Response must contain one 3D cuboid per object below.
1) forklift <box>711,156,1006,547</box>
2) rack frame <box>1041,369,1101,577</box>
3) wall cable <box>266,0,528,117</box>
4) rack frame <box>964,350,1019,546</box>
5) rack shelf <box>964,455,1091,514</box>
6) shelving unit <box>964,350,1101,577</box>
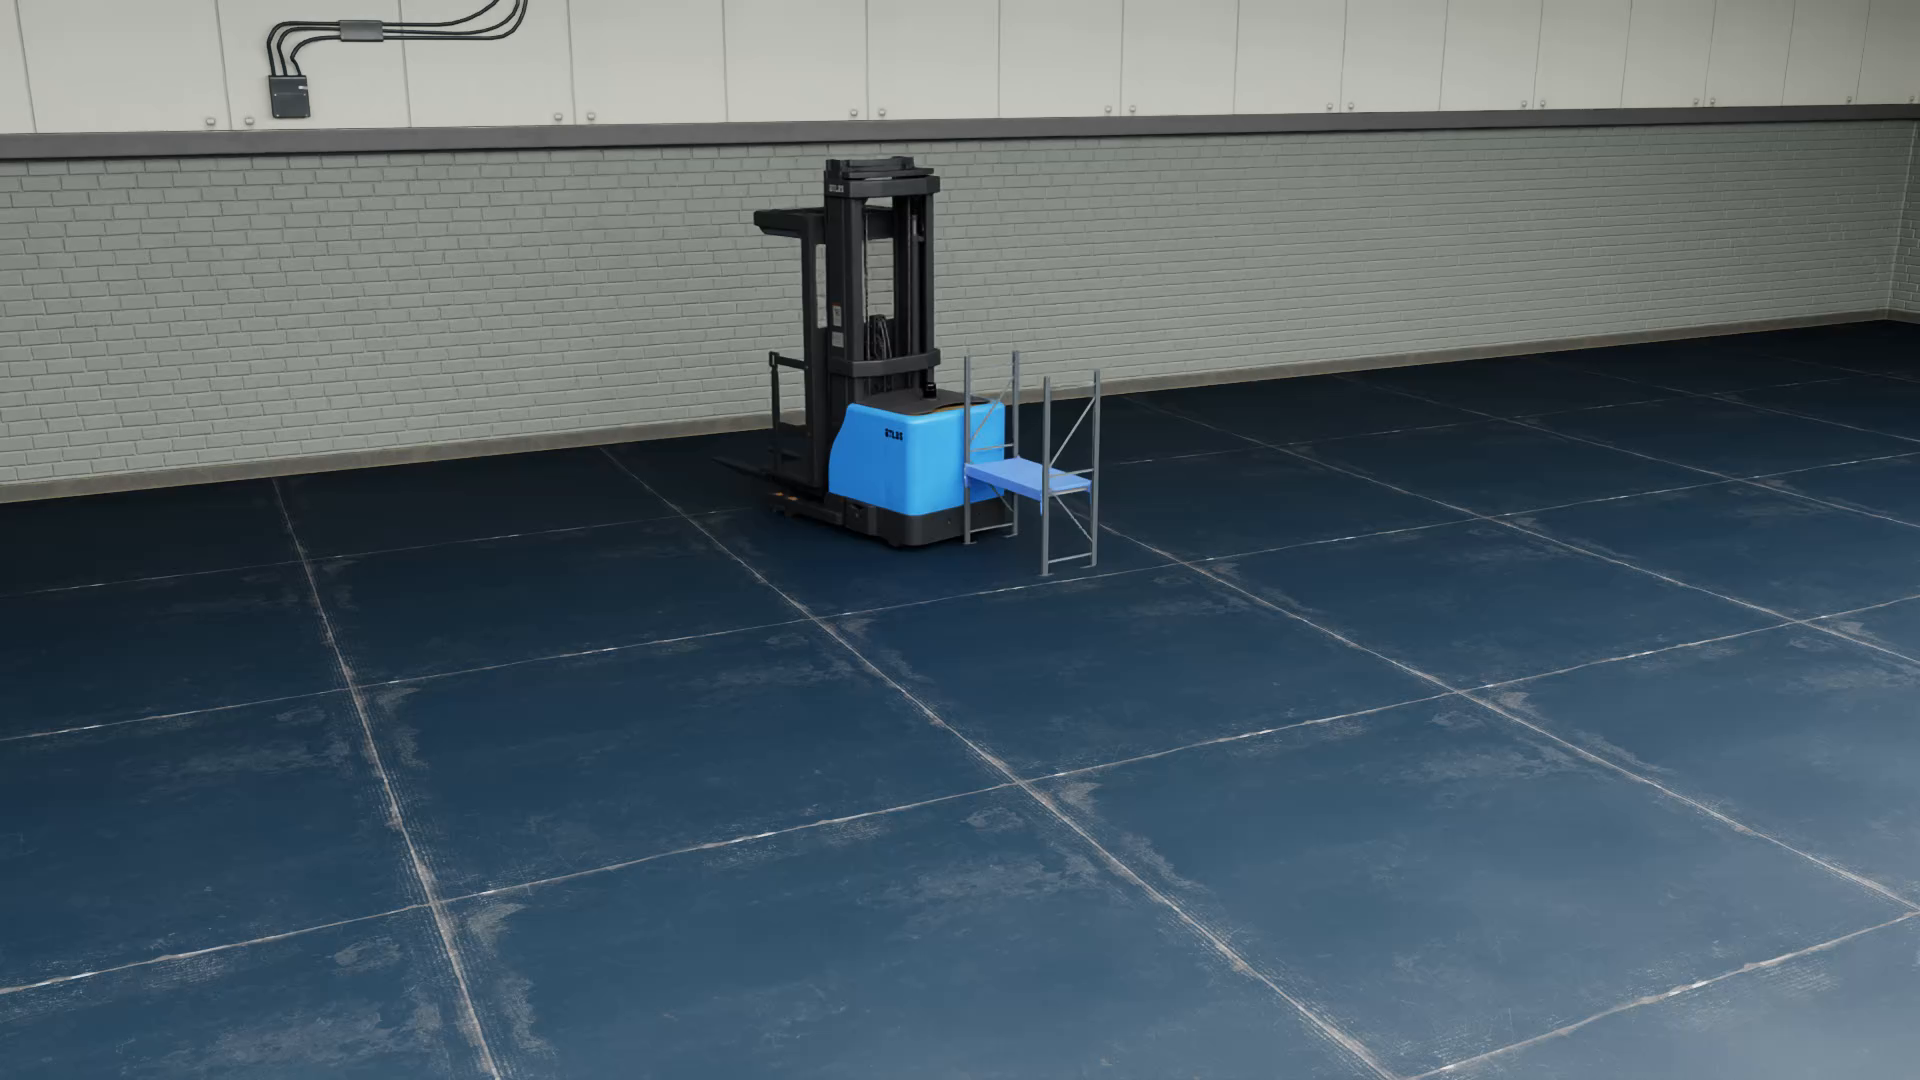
[{"bbox_3d":[-0.989,-1.688,13.818,1.130,2.935,3.031,-14,21,-40],"label":"forklift"},{"bbox_3d":[0.813,-0.486,12.225,0.500,1.500,0.032,-11,19,-32],"label":"rack frame"},{"bbox_3d":[-4.951,-6.711,14.156,2.305,6.003,0.169,-8,18,-25],"label":"wall cable"},{"bbox_3d":[0.246,-0.719,13.036,0.500,1.500,0.032,-11,19,-32],"label":"rack frame"},{"bbox_3d":[0.529,-0.430,12.681,0.538,0.185,1.000,-11,19,-32],"label":"rack shelf"},{"bbox_3d":[0.529,-0.602,12.631,0.538,1.500,1.048,-11,19,-32],"label":"shelving unit"}]
